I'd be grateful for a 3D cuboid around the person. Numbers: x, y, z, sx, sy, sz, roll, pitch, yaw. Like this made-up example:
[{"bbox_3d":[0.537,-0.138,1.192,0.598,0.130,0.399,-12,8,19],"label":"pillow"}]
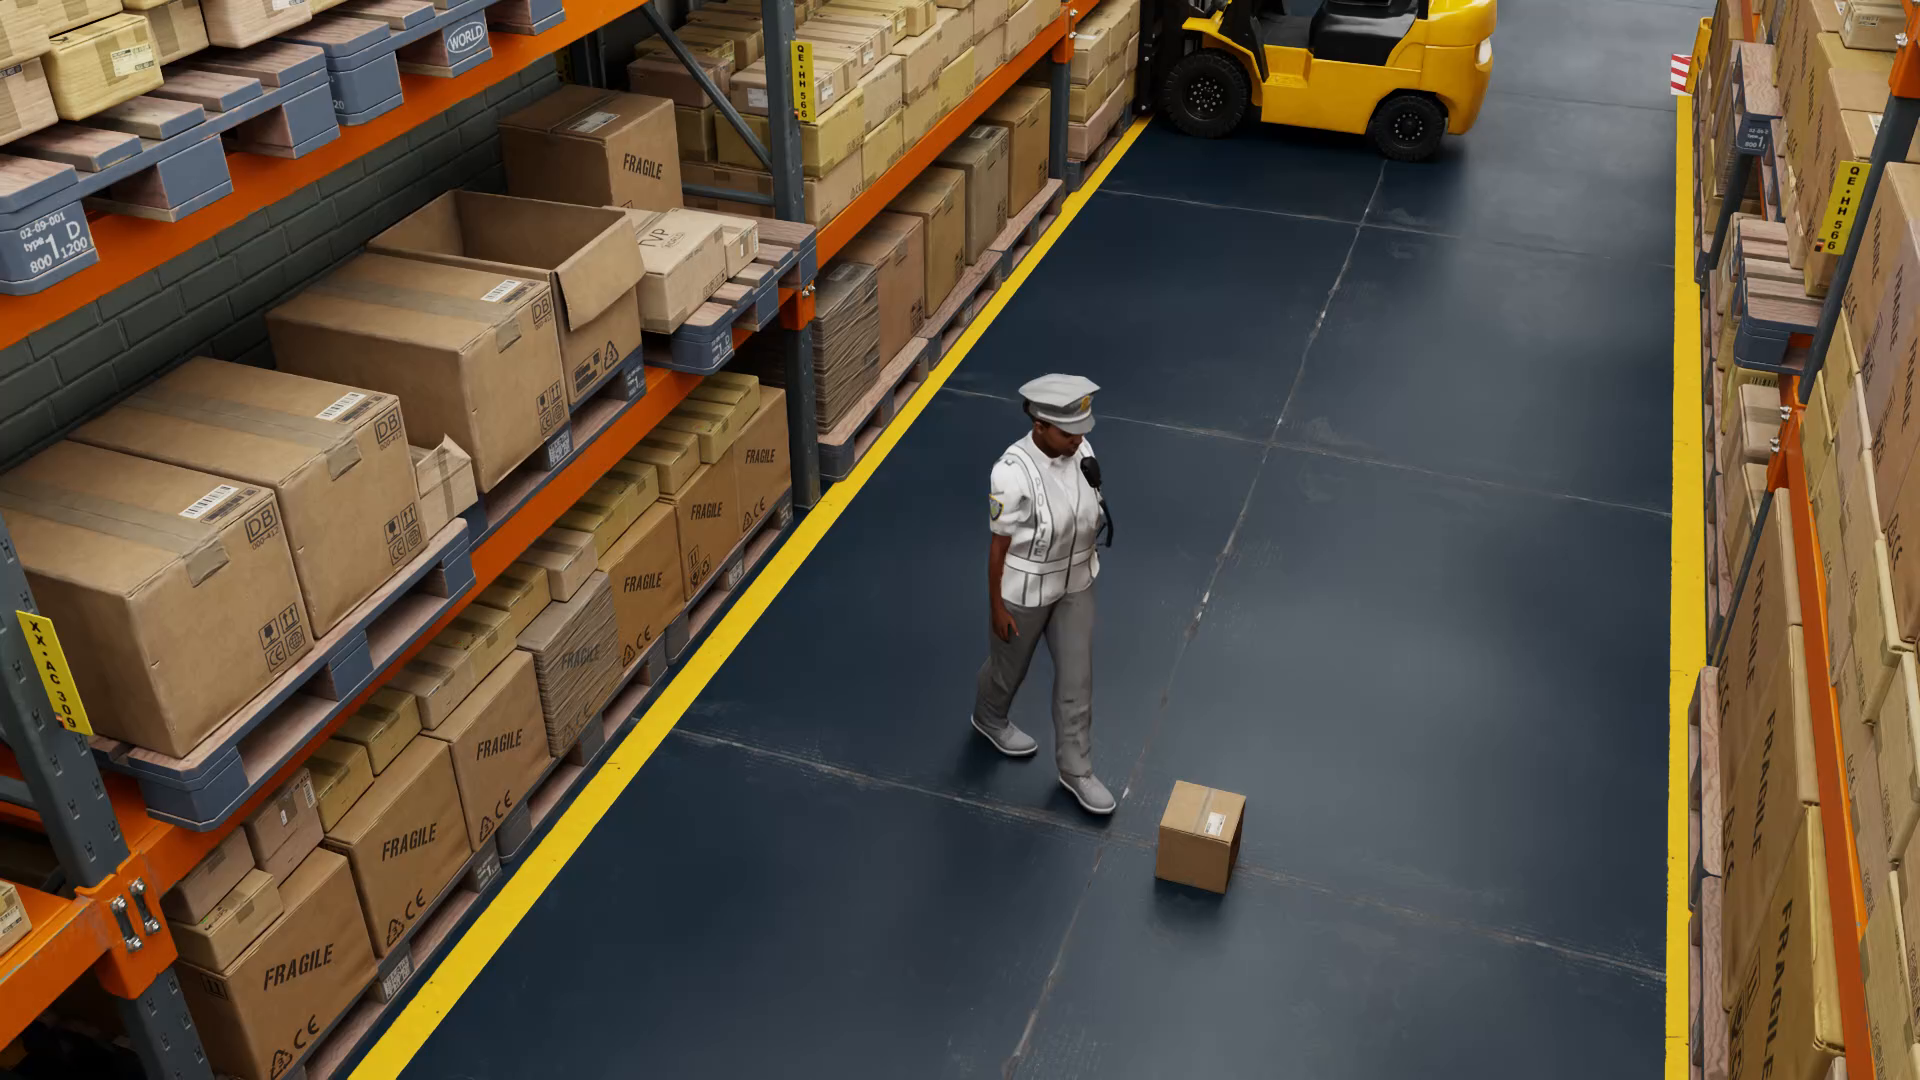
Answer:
[{"bbox_3d":[0.330,0.183,5.860,0.465,1.650,0.726,-21,39,-29],"label":"person"}]
